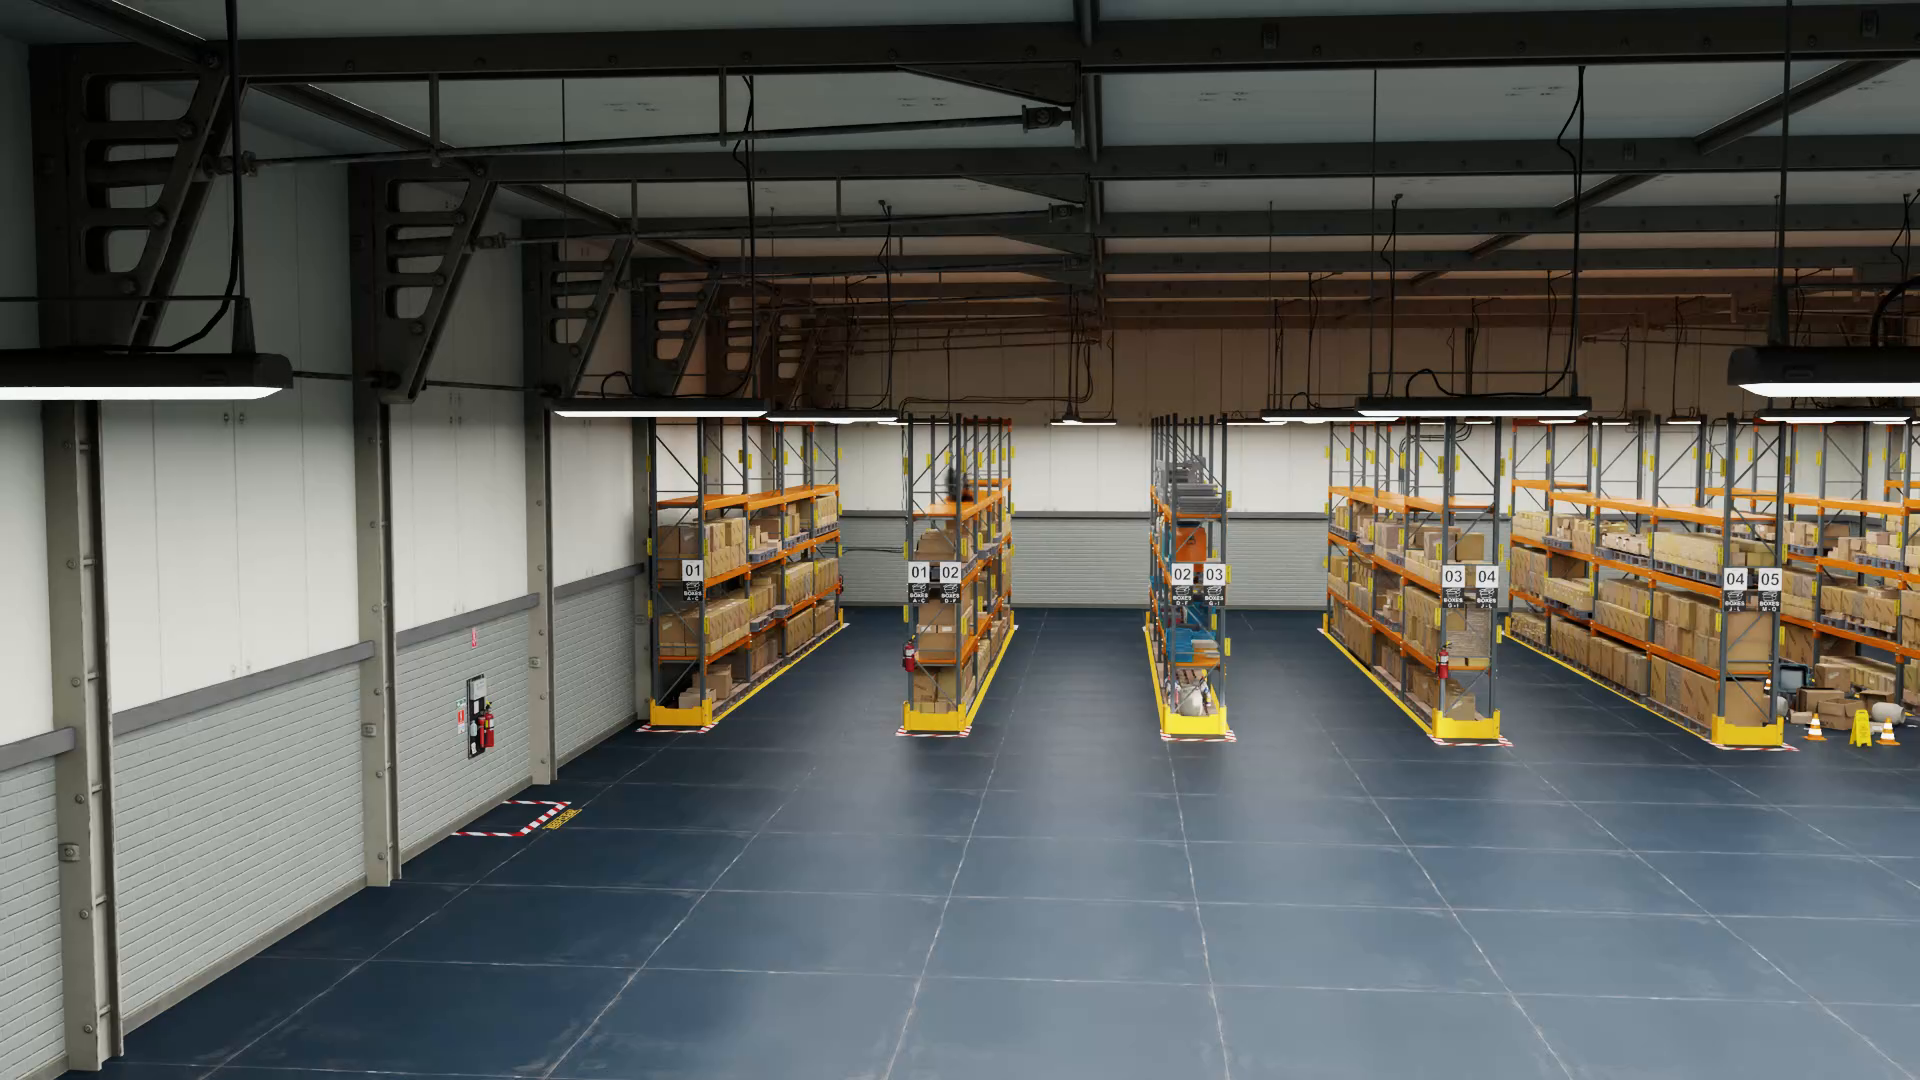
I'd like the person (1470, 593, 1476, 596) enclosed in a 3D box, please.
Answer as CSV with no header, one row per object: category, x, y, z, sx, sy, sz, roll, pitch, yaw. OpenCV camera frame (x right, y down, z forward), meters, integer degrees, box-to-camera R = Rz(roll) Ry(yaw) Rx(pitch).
person,14.727,1.798,47.281,0.721,1.589,0.653,-1,4,-21

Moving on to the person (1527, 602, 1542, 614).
person,16.371,1.654,47.252,1.041,1.776,0.708,0,4,-2
